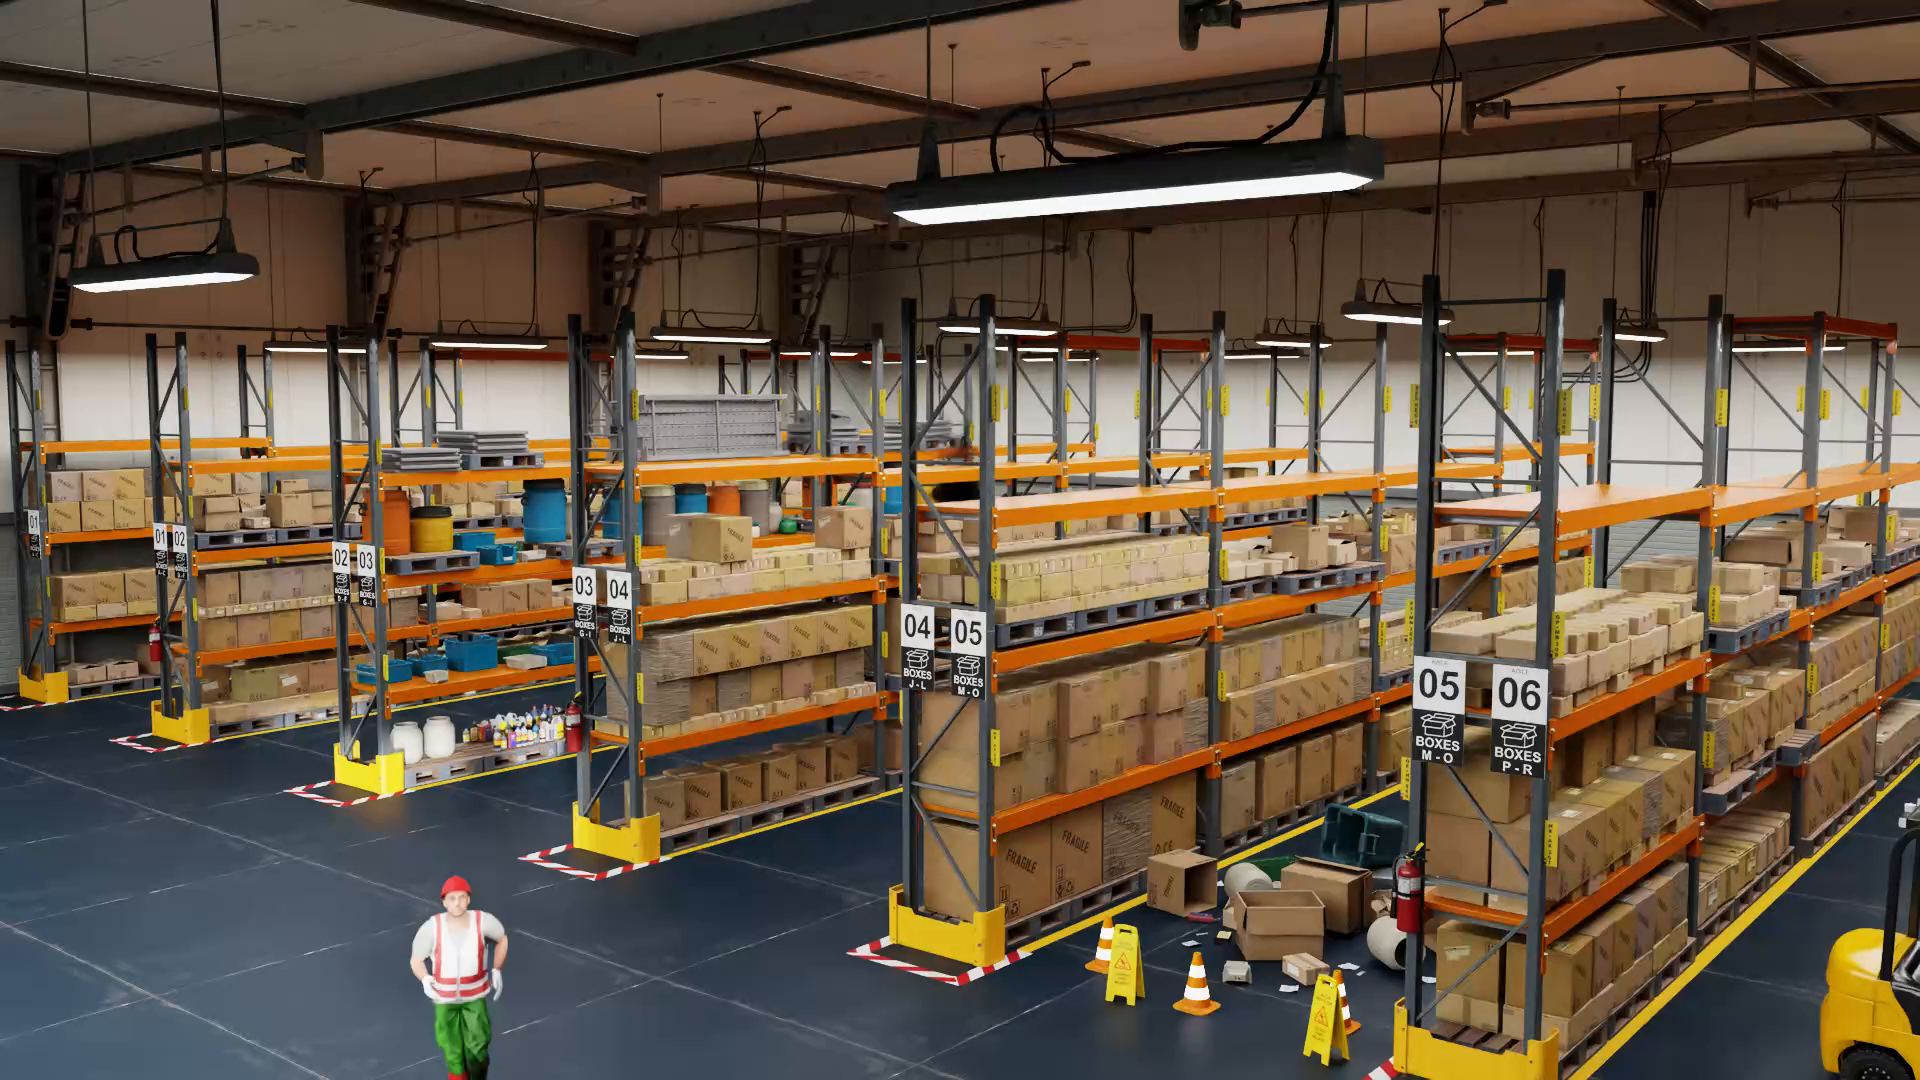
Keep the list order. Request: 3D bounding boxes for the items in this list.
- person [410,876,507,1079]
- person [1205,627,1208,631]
[{"bbox_3d":[-3.521,3.230,11.682,0.651,1.744,0.609,-1,5,-13],"label":"person"},{"bbox_3d":[3.729,2.039,24.876,0.581,1.663,0.791,3,6,30],"label":"person"}]
